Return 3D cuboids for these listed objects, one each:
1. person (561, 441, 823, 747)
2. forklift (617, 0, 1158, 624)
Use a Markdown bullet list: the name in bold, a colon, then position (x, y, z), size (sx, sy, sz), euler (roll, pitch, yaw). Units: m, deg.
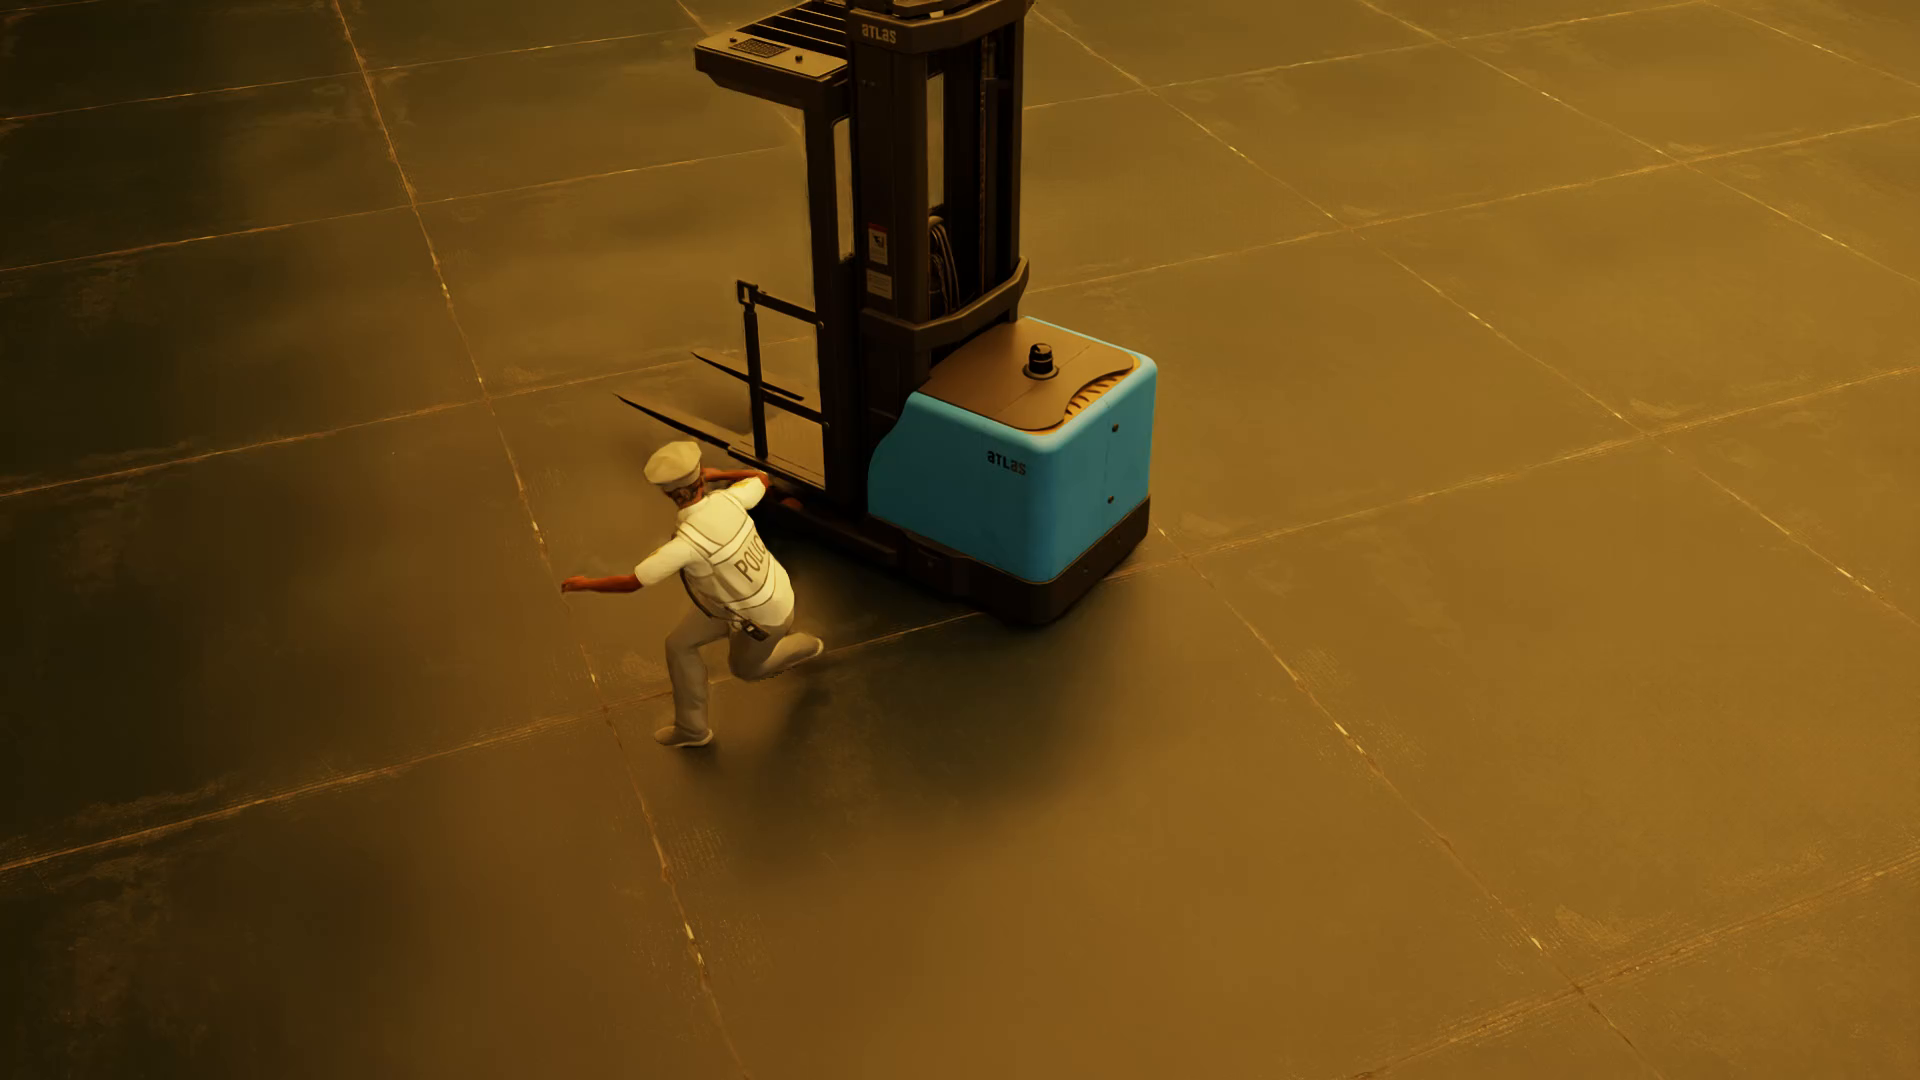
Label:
- **person**: position (-1.147, 0.179, 7.182), size (1.088, 1.457, 0.827), euler (-5, 36, -7)
- **forklift**: position (-0.521, -1.473, 8.170), size (3.031, 2.935, 1.130), euler (23, 41, 29)
